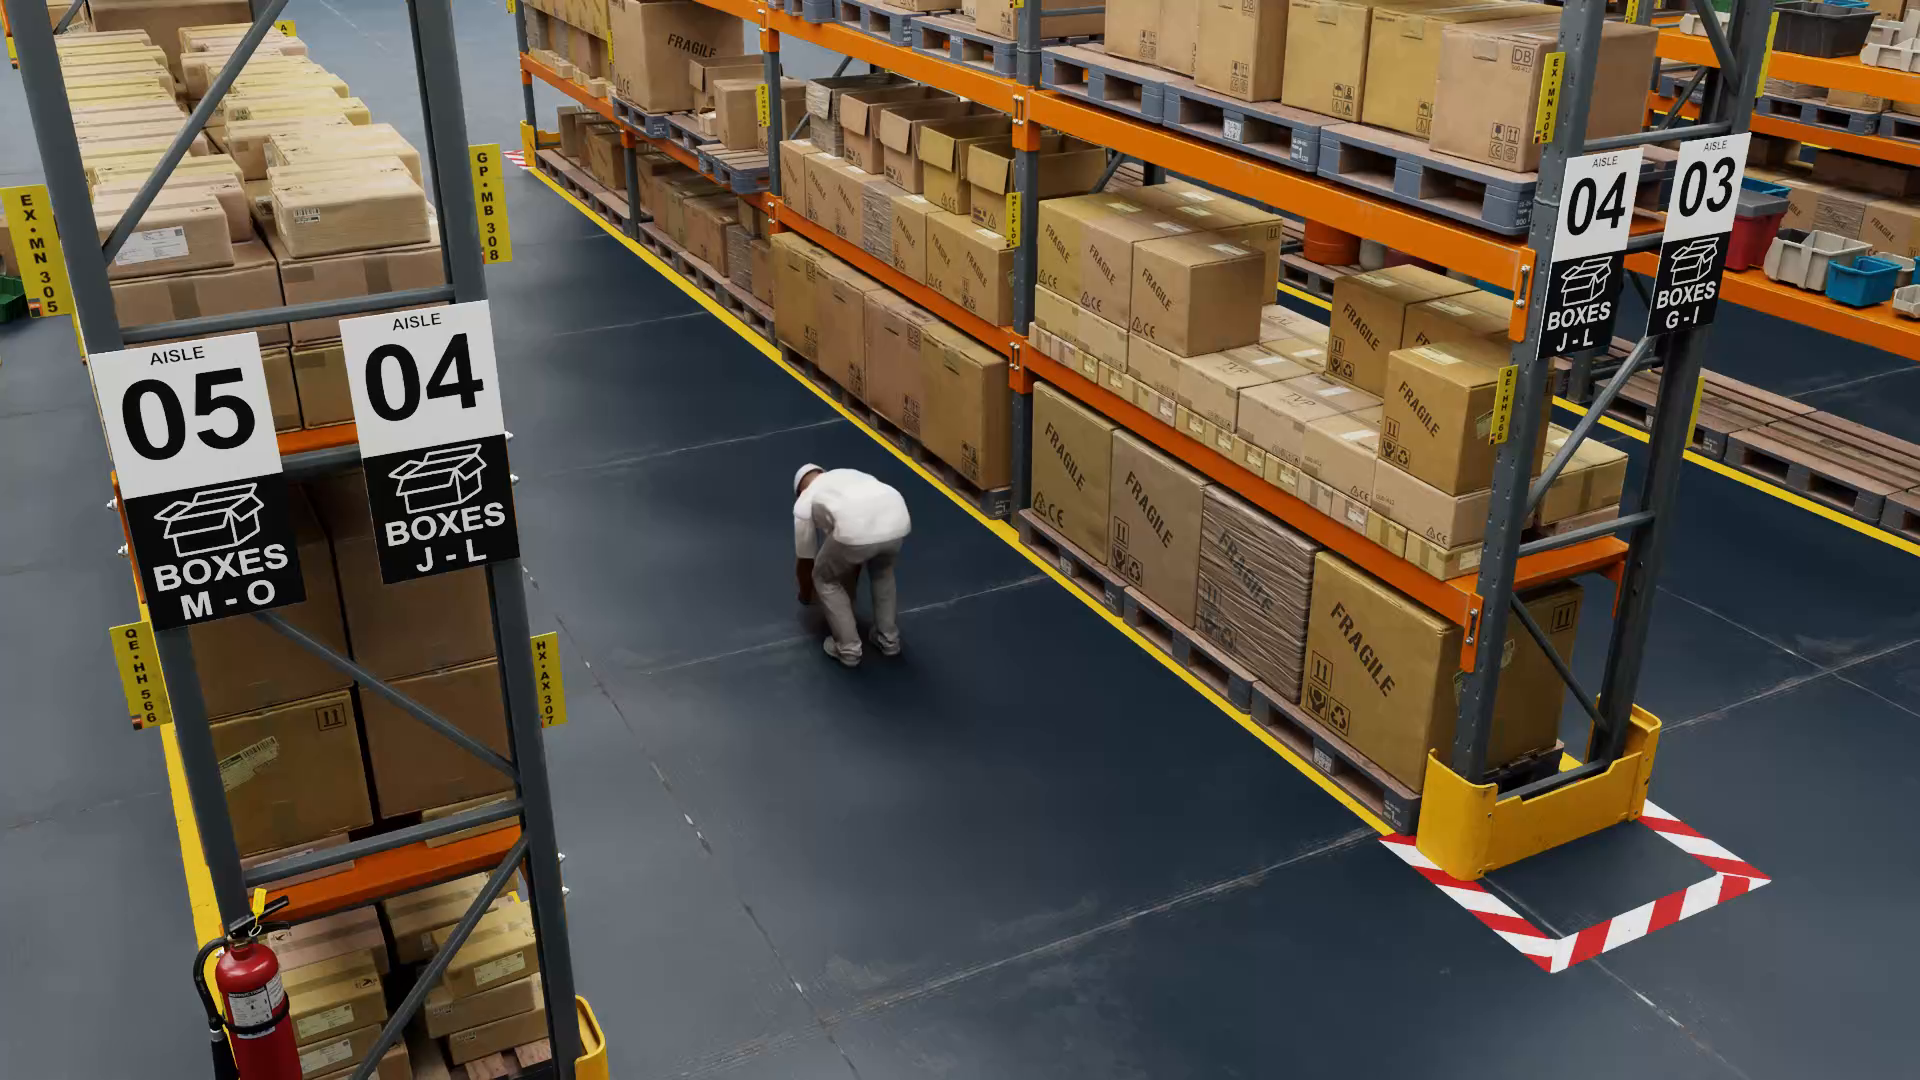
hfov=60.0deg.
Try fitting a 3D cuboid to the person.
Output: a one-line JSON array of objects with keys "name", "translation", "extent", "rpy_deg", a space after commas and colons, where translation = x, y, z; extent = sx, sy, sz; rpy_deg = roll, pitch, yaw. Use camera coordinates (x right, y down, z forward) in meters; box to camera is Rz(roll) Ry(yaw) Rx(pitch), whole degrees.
[{"name": "person", "translation": [-0.648, 0.084, 9.258], "extent": [0.498, 1.031, 0.979], "rpy_deg": [-14, 29, -27]}]
